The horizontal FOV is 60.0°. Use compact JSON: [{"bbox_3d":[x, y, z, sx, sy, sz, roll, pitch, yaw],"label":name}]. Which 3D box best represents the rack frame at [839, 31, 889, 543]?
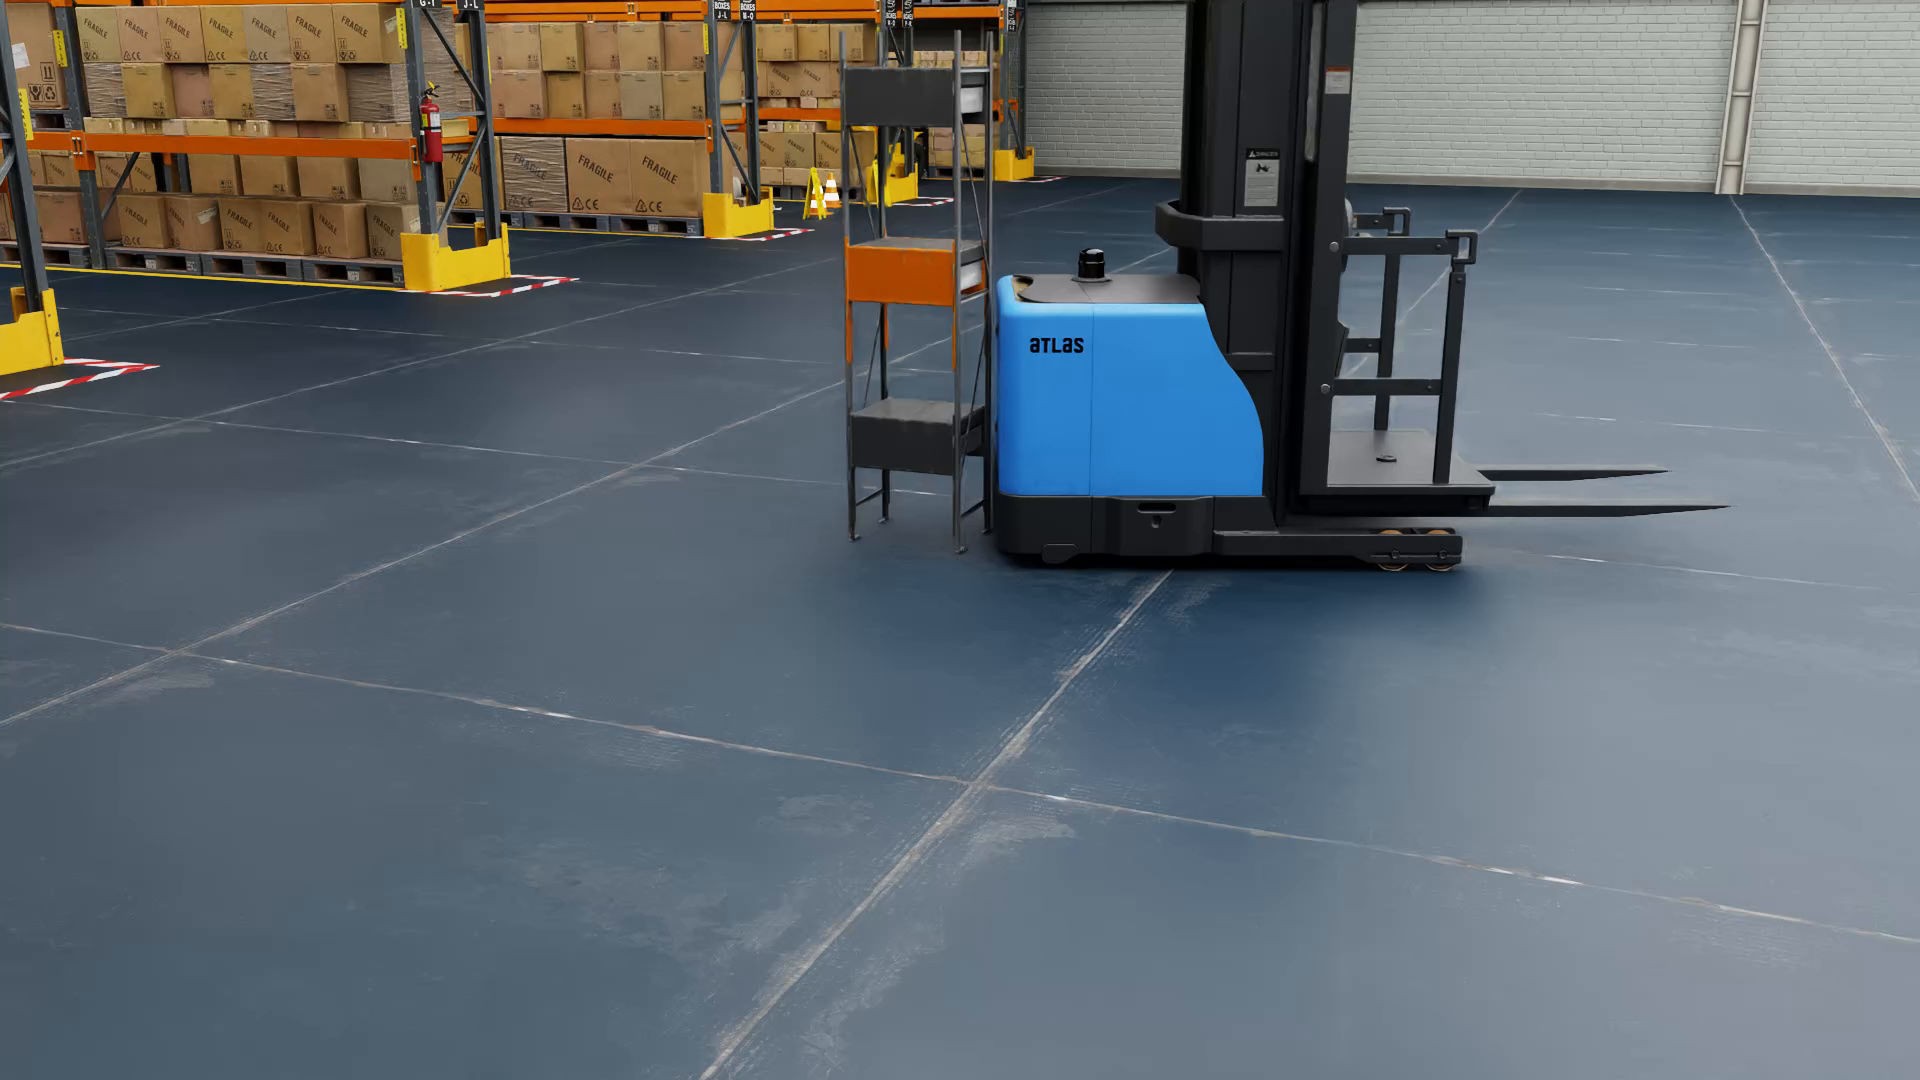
[{"bbox_3d":[-0.400,-1.049,7.021,0.015,2.100,0.400,6,17,20],"label":"rack frame"}]

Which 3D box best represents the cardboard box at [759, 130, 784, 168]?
[{"bbox_3d":[-2.705,-5.737,24.388,0.500,0.500,0.500,6,17,19],"label":"cardboard box"}]

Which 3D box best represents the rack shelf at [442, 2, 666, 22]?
[{"bbox_3d":[-6.492,-8.084,25.550,4.000,0.370,1.077,6,17,21],"label":"rack shelf"}]

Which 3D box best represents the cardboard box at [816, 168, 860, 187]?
[{"bbox_3d":[-1.784,-5.272,24.131,0.500,0.250,0.500,6,17,20],"label":"cardboard box"}]

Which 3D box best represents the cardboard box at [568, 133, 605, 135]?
[{"bbox_3d":[-7.007,-7.470,31.255,0.500,0.500,0.500,7,18,22],"label":"cardboard box"}]

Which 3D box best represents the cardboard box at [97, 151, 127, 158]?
[{"bbox_3d":[-11.281,-5.312,22.475,0.500,0.250,0.500,7,17,21],"label":"cardboard box"}]

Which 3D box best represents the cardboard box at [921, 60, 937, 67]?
[{"bbox_3d":[-0.478,-8.090,28.316,0.250,0.149,0.380,6,17,19],"label":"cardboard box"}]

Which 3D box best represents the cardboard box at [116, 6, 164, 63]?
[{"bbox_3d":[-7.477,-4.723,15.554,0.500,0.500,0.500,6,17,21],"label":"cardboard box"}]

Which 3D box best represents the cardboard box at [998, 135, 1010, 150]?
[{"bbox_3d":[0.546,-6.886,28.796,0.500,0.250,0.500,7,17,22],"label":"cardboard box"}]

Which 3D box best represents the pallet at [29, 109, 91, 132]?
[{"bbox_3d":[-8.925,-4.238,16.736,1.213,0.211,1.003,6,17,21],"label":"pallet"}]

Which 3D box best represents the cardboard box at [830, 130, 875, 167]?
[{"bbox_3d":[-1.582,-5.773,24.513,0.500,0.500,0.500,6,17,19],"label":"cardboard box"}]

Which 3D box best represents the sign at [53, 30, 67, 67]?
[{"bbox_3d":[-8.468,-4.626,15.651,0.005,0.325,0.100,6,17,21],"label":"sign"}]

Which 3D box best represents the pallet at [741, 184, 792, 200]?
[{"bbox_3d":[-2.855,-5.261,24.918,1.213,0.211,1.003,6,17,21],"label":"pallet"}]

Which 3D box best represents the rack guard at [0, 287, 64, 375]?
[{"bbox_3d":[-6.452,-1.316,10.809,0.348,0.500,1.175,6,17,21],"label":"rack guard"}]

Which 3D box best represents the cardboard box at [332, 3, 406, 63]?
[{"bbox_3d":[-5.149,-4.468,14.678,0.500,0.500,0.500,6,17,21],"label":"cardboard box"}]

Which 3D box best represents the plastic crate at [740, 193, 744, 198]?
[{"bbox_3d":[-3.472,-5.009,24.284,0.583,0.080,0.402,0,16,1],"label":"plastic crate"}]

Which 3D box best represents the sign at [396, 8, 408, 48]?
[{"bbox_3d":[-4.769,-4.371,14.206,0.005,0.325,0.100,6,17,21],"label":"sign"}]

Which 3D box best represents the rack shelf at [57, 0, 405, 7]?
[{"bbox_3d":[-6.407,-5.105,15.287,4.000,0.370,1.077,6,17,21],"label":"rack shelf"}]

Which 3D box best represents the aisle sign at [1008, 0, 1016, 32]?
[{"bbox_3d":[0.860,-8.829,27.541,0.004,0.787,0.394,6,17,21],"label":"aisle sign"}]

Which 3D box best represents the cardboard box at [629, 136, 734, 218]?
[{"bbox_3d":[-3.288,-4.315,19.713,0.875,0.875,0.875,6,17,21],"label":"cardboard box"}]

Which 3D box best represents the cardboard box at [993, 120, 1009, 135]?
[{"bbox_3d":[0.529,-7.123,28.713,0.500,0.250,0.500,6,17,20],"label":"cardboard box"}]

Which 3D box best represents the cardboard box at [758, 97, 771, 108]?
[{"bbox_3d":[-2.752,-6.399,24.285,0.250,0.149,0.380,6,17,21],"label":"cardboard box"}]

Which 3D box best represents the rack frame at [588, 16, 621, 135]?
[{"bbox_3d":[-6.535,-8.481,31.008,0.127,3.000,1.000,6,17,21],"label":"rack frame"}]

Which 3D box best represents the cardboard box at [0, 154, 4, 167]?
[{"bbox_3d":[-13.206,-5.165,23.317,0.500,0.500,0.500,7,18,23],"label":"cardboard box"}]

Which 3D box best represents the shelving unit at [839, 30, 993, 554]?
[{"bbox_3d":[-0.172,-1.025,6.937,0.503,2.100,0.431,6,17,20],"label":"shelving unit"}]

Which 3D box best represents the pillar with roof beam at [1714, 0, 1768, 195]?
[{"bbox_3d":[10.174,-8.505,20.329,0.400,9.000,9.100,6,17,21],"label":"pillar with roof beam"}]

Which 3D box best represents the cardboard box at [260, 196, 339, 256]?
[{"bbox_3d":[-6.266,-2.996,15.843,0.500,0.500,0.500,8,18,26],"label":"cardboard box"}]

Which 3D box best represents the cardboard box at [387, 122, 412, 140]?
[{"bbox_3d":[-4.888,-3.660,14.851,0.250,0.149,0.380,6,17,21],"label":"cardboard box"}]

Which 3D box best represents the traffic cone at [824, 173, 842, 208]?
[{"bbox_3d":[-1.784,-4.866,23.106,0.334,0.463,0.336,6,17,21],"label":"traffic cone"}]

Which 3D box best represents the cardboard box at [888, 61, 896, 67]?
[{"bbox_3d":[-1.250,-6.686,24.113,0.500,0.500,0.500,6,17,20],"label":"cardboard box"}]

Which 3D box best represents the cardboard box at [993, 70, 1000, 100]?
[{"bbox_3d":[0.353,-7.693,28.114,0.500,0.500,0.500,6,17,19],"label":"cardboard box"}]

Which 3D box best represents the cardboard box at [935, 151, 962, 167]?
[{"bbox_3d":[-0.105,-6.564,28.581,0.500,0.250,0.500,6,17,21],"label":"cardboard box"}]

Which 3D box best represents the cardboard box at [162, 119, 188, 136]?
[{"bbox_3d":[-7.254,-3.887,15.633,0.250,0.149,0.380,6,17,21],"label":"cardboard box"}]

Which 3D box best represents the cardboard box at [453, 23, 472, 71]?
[{"bbox_3d":[-6.023,-6.034,20.373,0.550,0.550,0.875,6,17,21],"label":"cardboard box"}]

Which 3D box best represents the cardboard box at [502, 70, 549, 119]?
[{"bbox_3d":[-5.027,-5.391,20.096,0.550,0.550,0.875,6,17,21],"label":"cardboard box"}]

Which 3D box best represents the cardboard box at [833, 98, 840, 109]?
[{"bbox_3d":[-1.613,-6.234,23.719,0.250,0.149,0.380,6,17,20],"label":"cardboard box"}]

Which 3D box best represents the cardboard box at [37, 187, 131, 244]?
[{"bbox_3d":[-8.831,-3.293,16.832,0.500,0.500,0.700,5,17,16],"label":"cardboard box"}]

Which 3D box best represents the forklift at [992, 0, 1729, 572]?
[{"bbox_3d":[1.663,-1.429,6.837,3.031,2.935,1.130,0,16,0],"label":"forklift"}]

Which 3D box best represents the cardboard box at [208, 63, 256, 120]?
[{"bbox_3d":[-6.468,-4.196,15.534,0.500,0.500,0.875,6,17,21],"label":"cardboard box"}]

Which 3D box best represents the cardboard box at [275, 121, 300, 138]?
[{"bbox_3d":[-6.057,-3.784,15.277,0.250,0.149,0.380,6,17,21],"label":"cardboard box"}]

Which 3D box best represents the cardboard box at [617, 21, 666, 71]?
[{"bbox_3d":[-3.509,-5.752,19.401,0.550,0.550,0.875,6,17,21],"label":"cardboard box"}]

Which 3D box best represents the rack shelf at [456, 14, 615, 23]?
[{"bbox_3d":[-8.395,-9.781,31.395,4.000,0.370,1.077,6,17,21],"label":"rack shelf"}]

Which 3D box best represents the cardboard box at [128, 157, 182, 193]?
[{"bbox_3d":[-10.783,-4.900,22.403,0.500,0.500,0.500,6,17,20],"label":"cardboard box"}]

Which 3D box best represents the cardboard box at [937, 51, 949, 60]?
[{"bbox_3d":[-0.202,-8.229,28.263,0.250,0.149,0.380,6,17,21],"label":"cardboard box"}]

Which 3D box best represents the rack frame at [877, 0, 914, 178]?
[{"bbox_3d":[-0.911,-6.375,23.753,0.127,3.000,1.000,6,17,21],"label":"rack frame"}]
